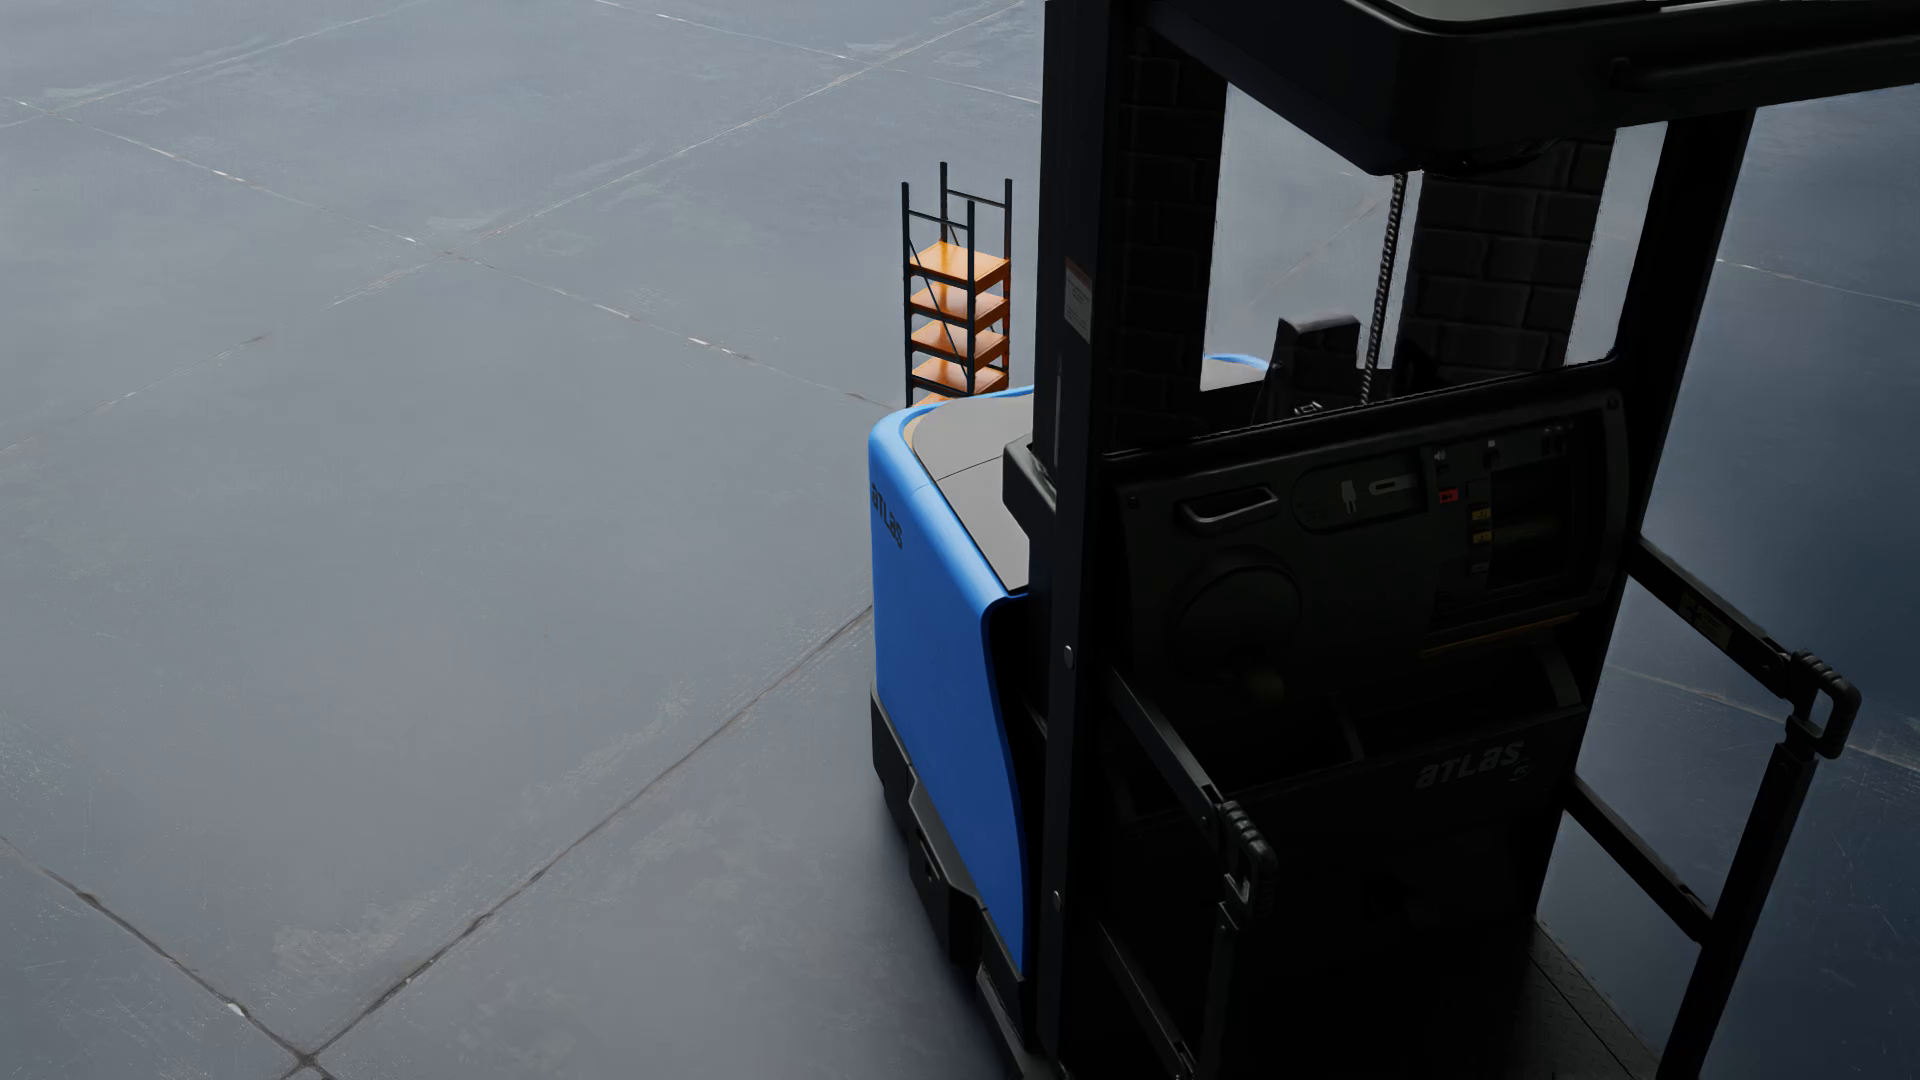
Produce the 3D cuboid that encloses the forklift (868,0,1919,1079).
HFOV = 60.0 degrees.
[{"bbox_3d":[0.762,0.069,2.531,1.130,2.935,3.031,-12,36,-17],"label":"forklift"}]

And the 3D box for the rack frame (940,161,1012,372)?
[{"bbox_3d":[0.044,-0.532,4.966,0.240,1.200,0.006,21,39,28],"label":"rack frame"}]

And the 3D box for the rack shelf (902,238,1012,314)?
[{"bbox_3d":[-0.008,-0.752,4.727,0.258,0.103,0.180,21,39,28],"label":"rack shelf"}]

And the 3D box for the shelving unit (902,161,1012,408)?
[{"bbox_3d":[-0.008,-0.490,4.904,0.258,1.200,0.189,21,39,28],"label":"shelving unit"}]

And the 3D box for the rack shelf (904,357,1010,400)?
[{"bbox_3d":[-0.008,-0.454,4.929,0.258,0.103,0.180,21,39,28],"label":"rack shelf"}]

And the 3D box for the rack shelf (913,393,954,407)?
[{"bbox_3d":[-0.008,-0.354,4.996,0.258,0.103,0.180,21,39,28],"label":"rack shelf"}]

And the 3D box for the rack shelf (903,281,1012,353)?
[{"bbox_3d":[-0.008,-0.652,4.794,0.258,0.103,0.180,21,39,28],"label":"rack shelf"}]

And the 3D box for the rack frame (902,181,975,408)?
[{"bbox_3d":[-0.060,-0.448,4.842,0.240,1.200,0.006,21,39,28],"label":"rack frame"}]

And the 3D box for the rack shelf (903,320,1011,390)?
[{"bbox_3d":[-0.008,-0.553,4.862,0.258,0.103,0.180,21,39,28],"label":"rack shelf"}]
